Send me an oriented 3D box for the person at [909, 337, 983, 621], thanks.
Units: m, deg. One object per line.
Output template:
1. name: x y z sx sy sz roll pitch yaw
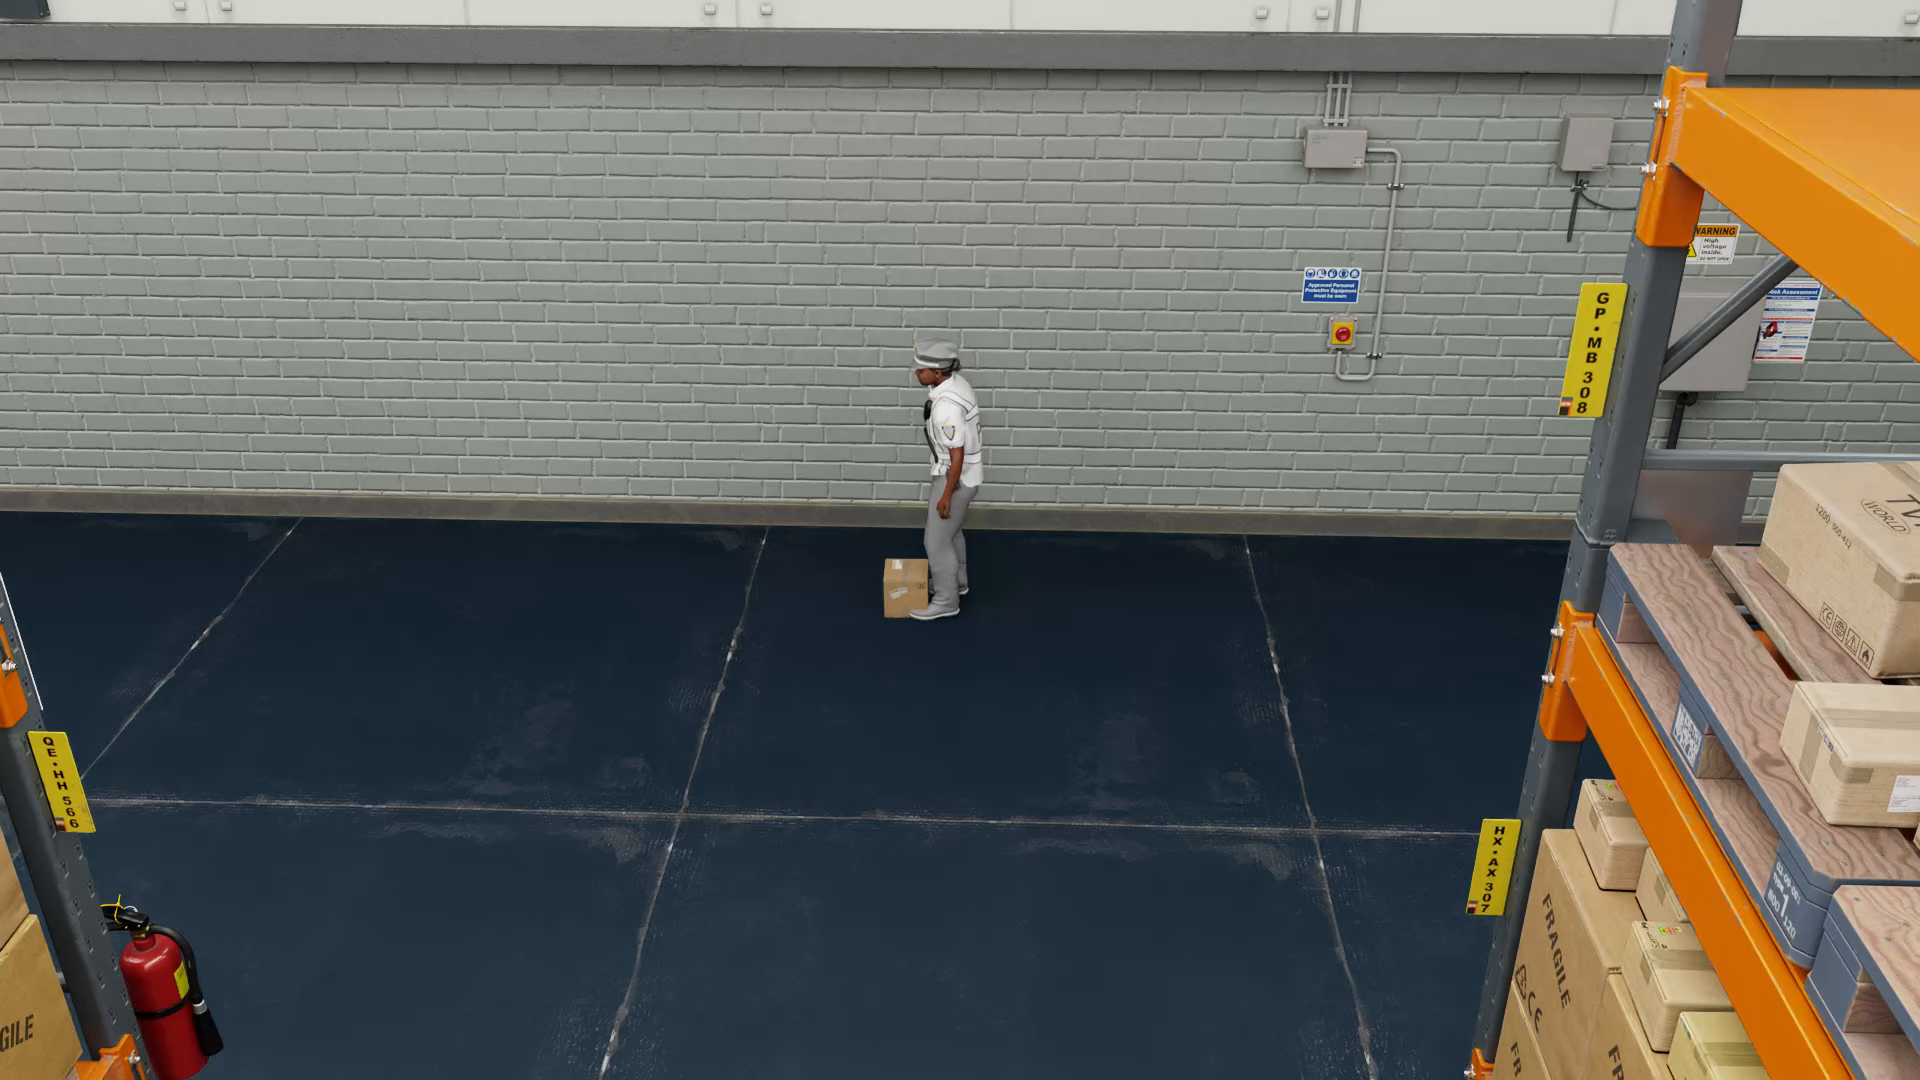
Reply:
1. person: -0.086 -0.342 9.263 0.428 1.658 0.527 -1 28 -1
